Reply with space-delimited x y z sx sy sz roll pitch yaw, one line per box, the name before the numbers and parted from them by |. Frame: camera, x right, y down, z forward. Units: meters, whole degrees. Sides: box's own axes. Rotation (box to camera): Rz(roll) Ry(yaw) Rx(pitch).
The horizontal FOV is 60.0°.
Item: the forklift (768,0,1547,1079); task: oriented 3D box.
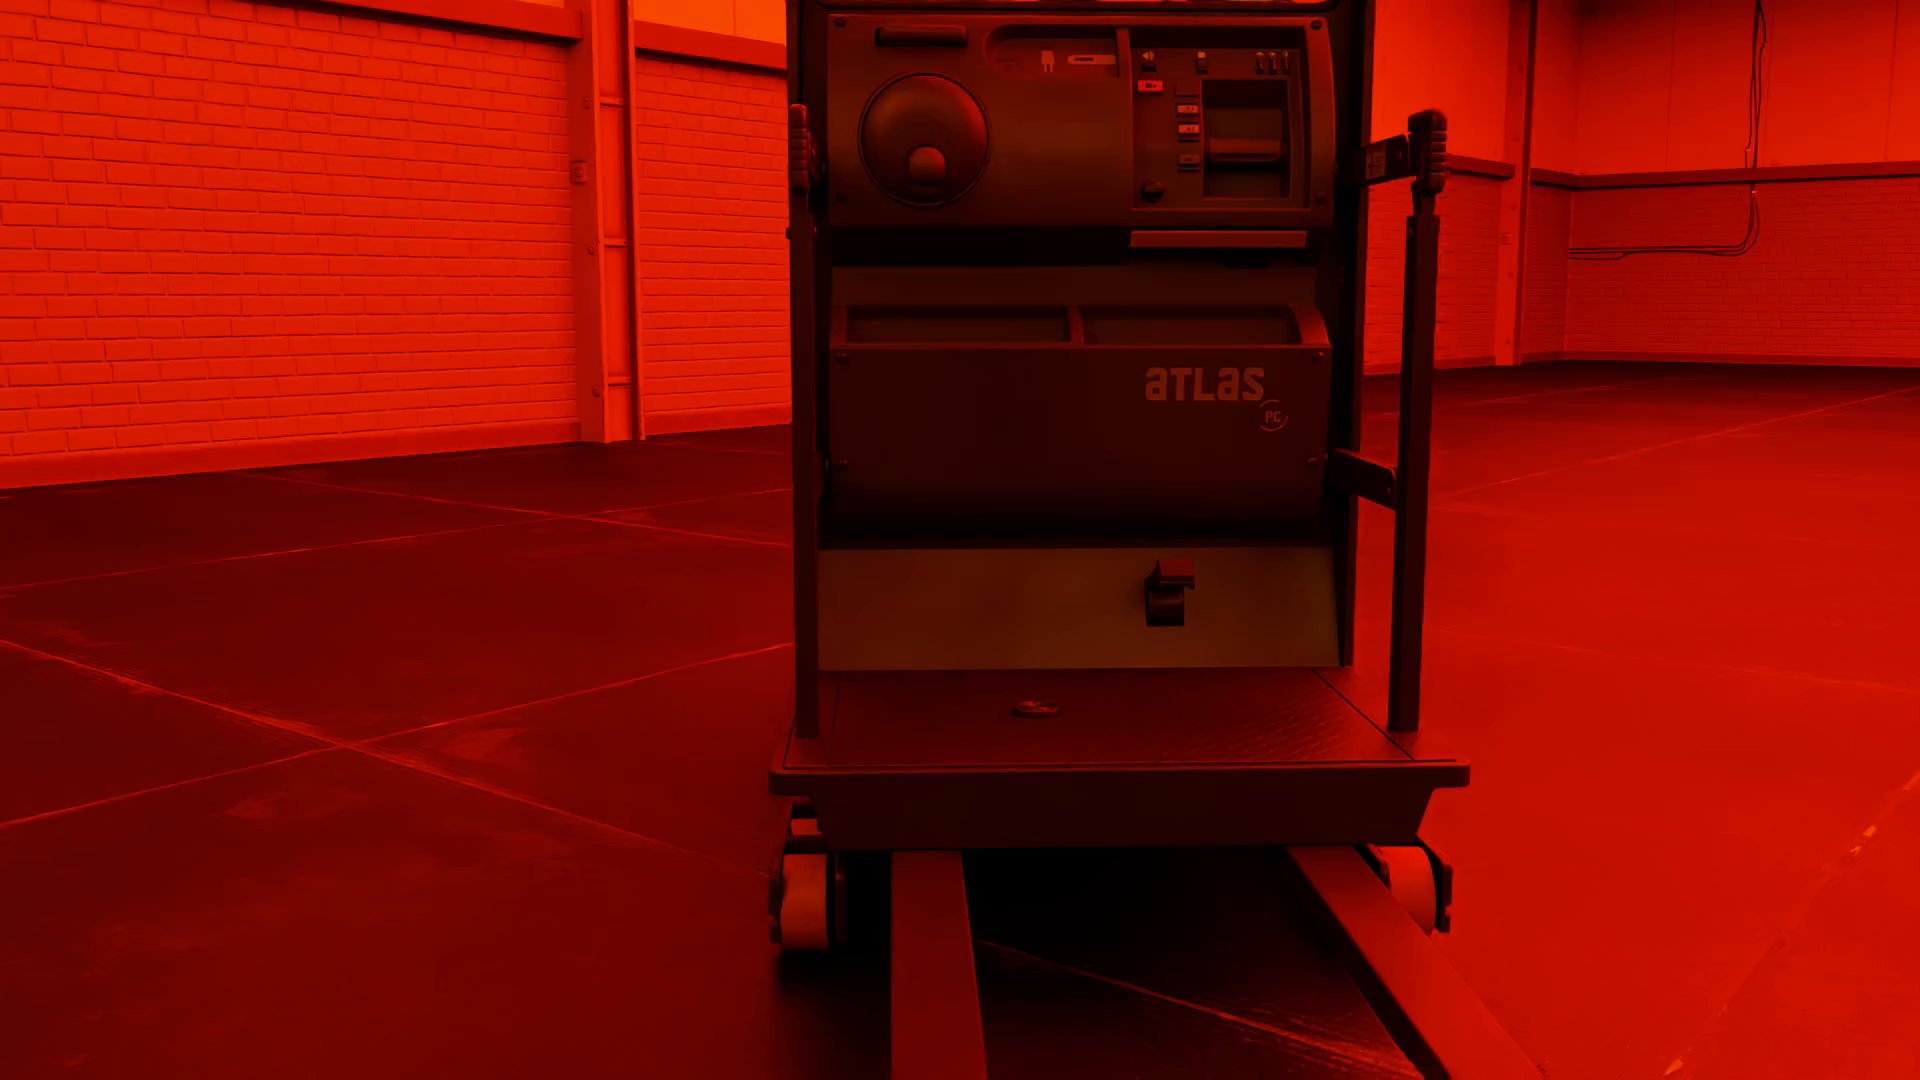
forklift | 0.233 -0.815 2.854 1.130 2.935 3.031 0 8 -2
